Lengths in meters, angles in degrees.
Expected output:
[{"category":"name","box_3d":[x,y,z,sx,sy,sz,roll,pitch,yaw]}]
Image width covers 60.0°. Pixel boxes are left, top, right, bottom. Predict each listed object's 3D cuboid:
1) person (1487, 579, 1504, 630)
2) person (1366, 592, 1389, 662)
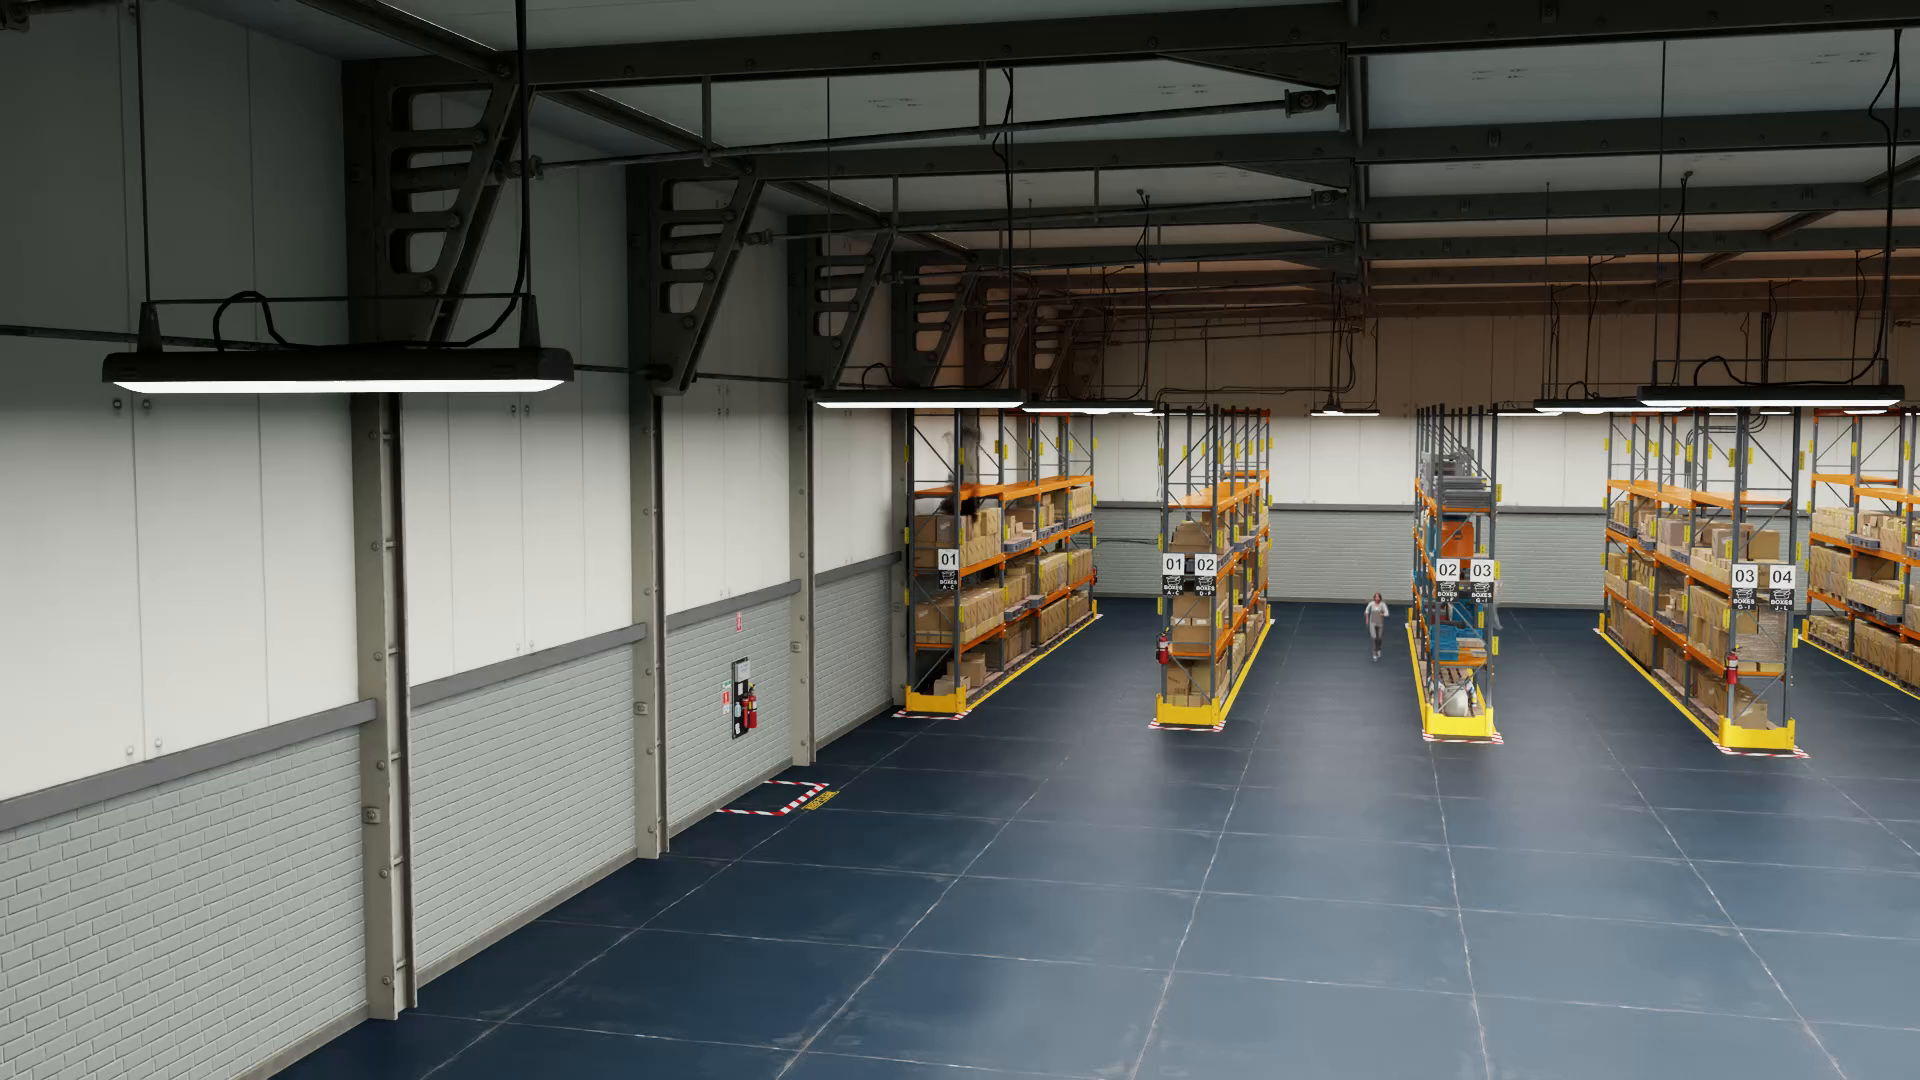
[{"category":"person","box_3d":[14.521,1.531,45.468,0.740,1.765,0.967,-1,4,-10]},{"category":"person","box_3d":[9.876,2.030,39.362,0.525,1.602,0.872,1,4,14]}]
